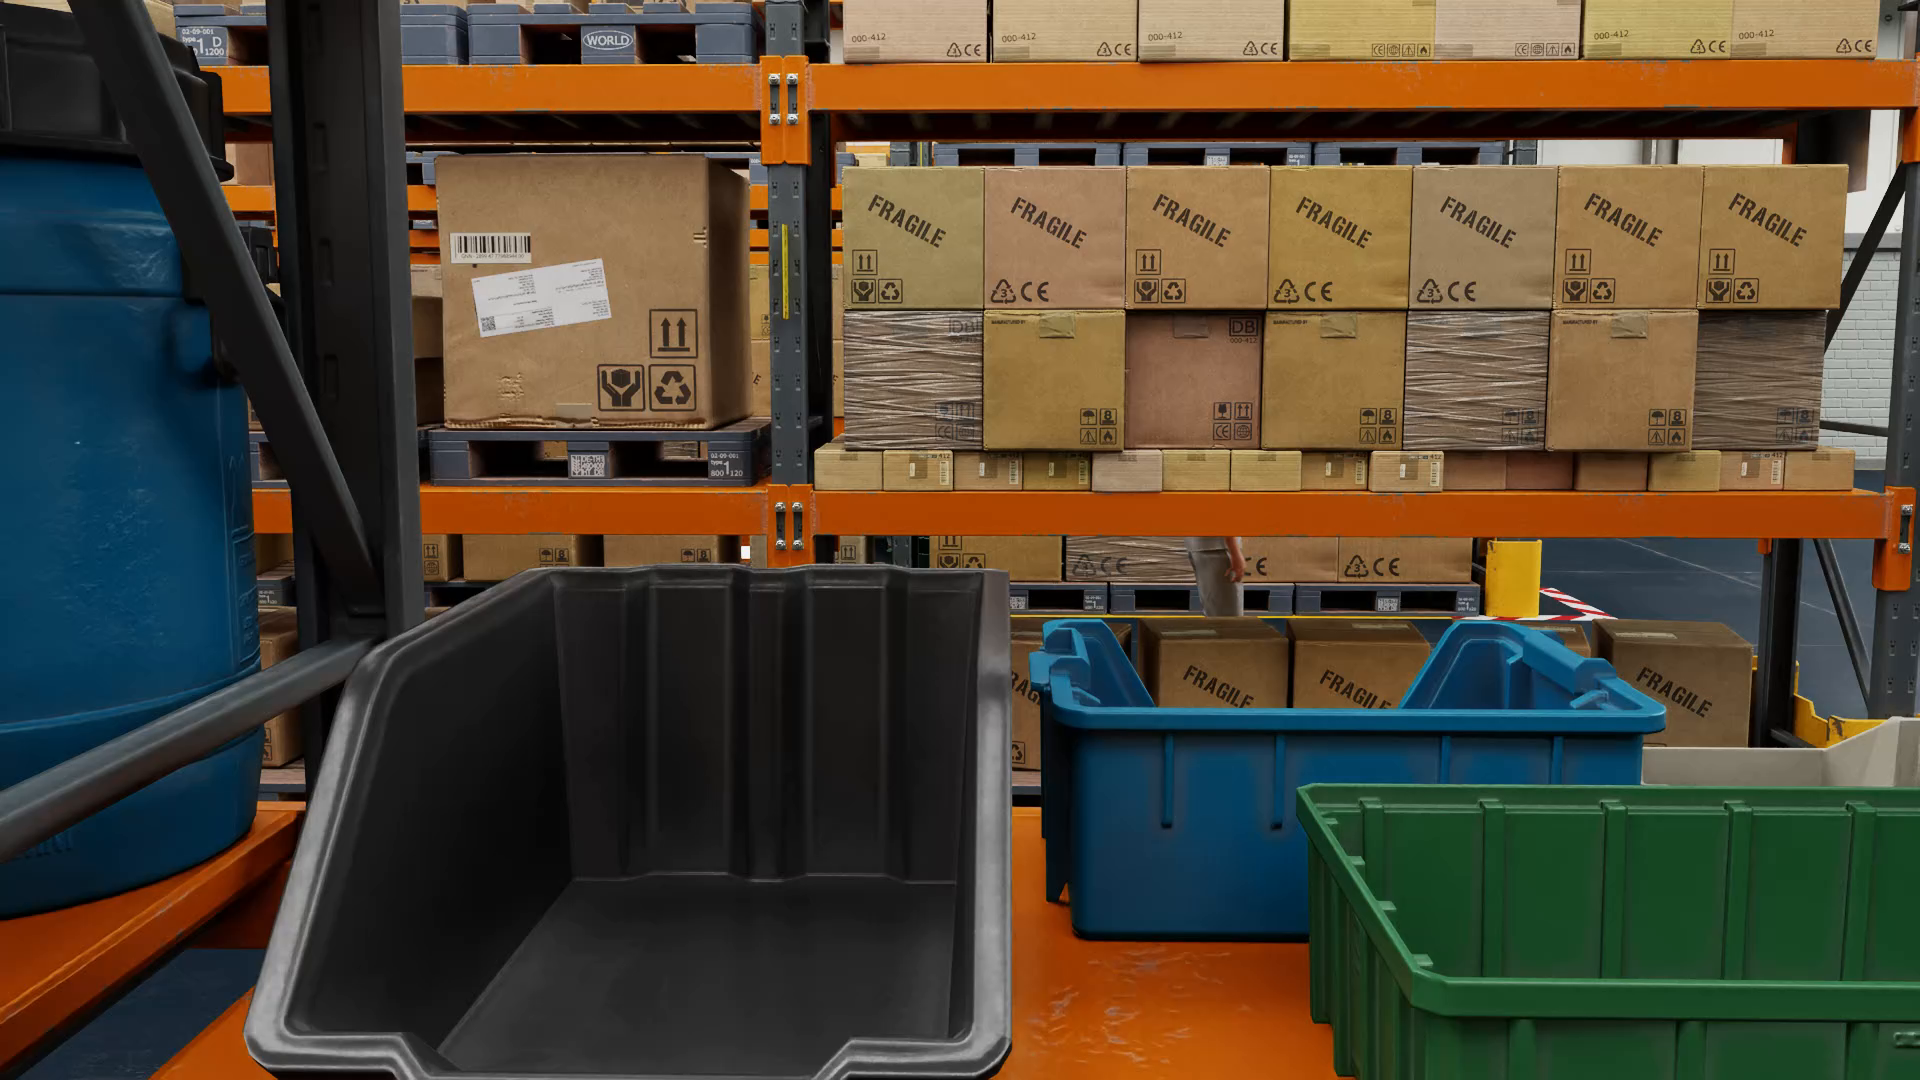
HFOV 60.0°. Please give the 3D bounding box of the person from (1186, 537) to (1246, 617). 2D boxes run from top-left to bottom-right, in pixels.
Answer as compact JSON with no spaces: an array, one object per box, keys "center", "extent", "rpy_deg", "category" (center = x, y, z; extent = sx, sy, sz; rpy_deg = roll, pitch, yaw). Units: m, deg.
[{"center":[1.236,0.059,7.823],"extent":[0.353,1.672,0.499],"rpy_deg":[0,7,0],"category":"person"}]
